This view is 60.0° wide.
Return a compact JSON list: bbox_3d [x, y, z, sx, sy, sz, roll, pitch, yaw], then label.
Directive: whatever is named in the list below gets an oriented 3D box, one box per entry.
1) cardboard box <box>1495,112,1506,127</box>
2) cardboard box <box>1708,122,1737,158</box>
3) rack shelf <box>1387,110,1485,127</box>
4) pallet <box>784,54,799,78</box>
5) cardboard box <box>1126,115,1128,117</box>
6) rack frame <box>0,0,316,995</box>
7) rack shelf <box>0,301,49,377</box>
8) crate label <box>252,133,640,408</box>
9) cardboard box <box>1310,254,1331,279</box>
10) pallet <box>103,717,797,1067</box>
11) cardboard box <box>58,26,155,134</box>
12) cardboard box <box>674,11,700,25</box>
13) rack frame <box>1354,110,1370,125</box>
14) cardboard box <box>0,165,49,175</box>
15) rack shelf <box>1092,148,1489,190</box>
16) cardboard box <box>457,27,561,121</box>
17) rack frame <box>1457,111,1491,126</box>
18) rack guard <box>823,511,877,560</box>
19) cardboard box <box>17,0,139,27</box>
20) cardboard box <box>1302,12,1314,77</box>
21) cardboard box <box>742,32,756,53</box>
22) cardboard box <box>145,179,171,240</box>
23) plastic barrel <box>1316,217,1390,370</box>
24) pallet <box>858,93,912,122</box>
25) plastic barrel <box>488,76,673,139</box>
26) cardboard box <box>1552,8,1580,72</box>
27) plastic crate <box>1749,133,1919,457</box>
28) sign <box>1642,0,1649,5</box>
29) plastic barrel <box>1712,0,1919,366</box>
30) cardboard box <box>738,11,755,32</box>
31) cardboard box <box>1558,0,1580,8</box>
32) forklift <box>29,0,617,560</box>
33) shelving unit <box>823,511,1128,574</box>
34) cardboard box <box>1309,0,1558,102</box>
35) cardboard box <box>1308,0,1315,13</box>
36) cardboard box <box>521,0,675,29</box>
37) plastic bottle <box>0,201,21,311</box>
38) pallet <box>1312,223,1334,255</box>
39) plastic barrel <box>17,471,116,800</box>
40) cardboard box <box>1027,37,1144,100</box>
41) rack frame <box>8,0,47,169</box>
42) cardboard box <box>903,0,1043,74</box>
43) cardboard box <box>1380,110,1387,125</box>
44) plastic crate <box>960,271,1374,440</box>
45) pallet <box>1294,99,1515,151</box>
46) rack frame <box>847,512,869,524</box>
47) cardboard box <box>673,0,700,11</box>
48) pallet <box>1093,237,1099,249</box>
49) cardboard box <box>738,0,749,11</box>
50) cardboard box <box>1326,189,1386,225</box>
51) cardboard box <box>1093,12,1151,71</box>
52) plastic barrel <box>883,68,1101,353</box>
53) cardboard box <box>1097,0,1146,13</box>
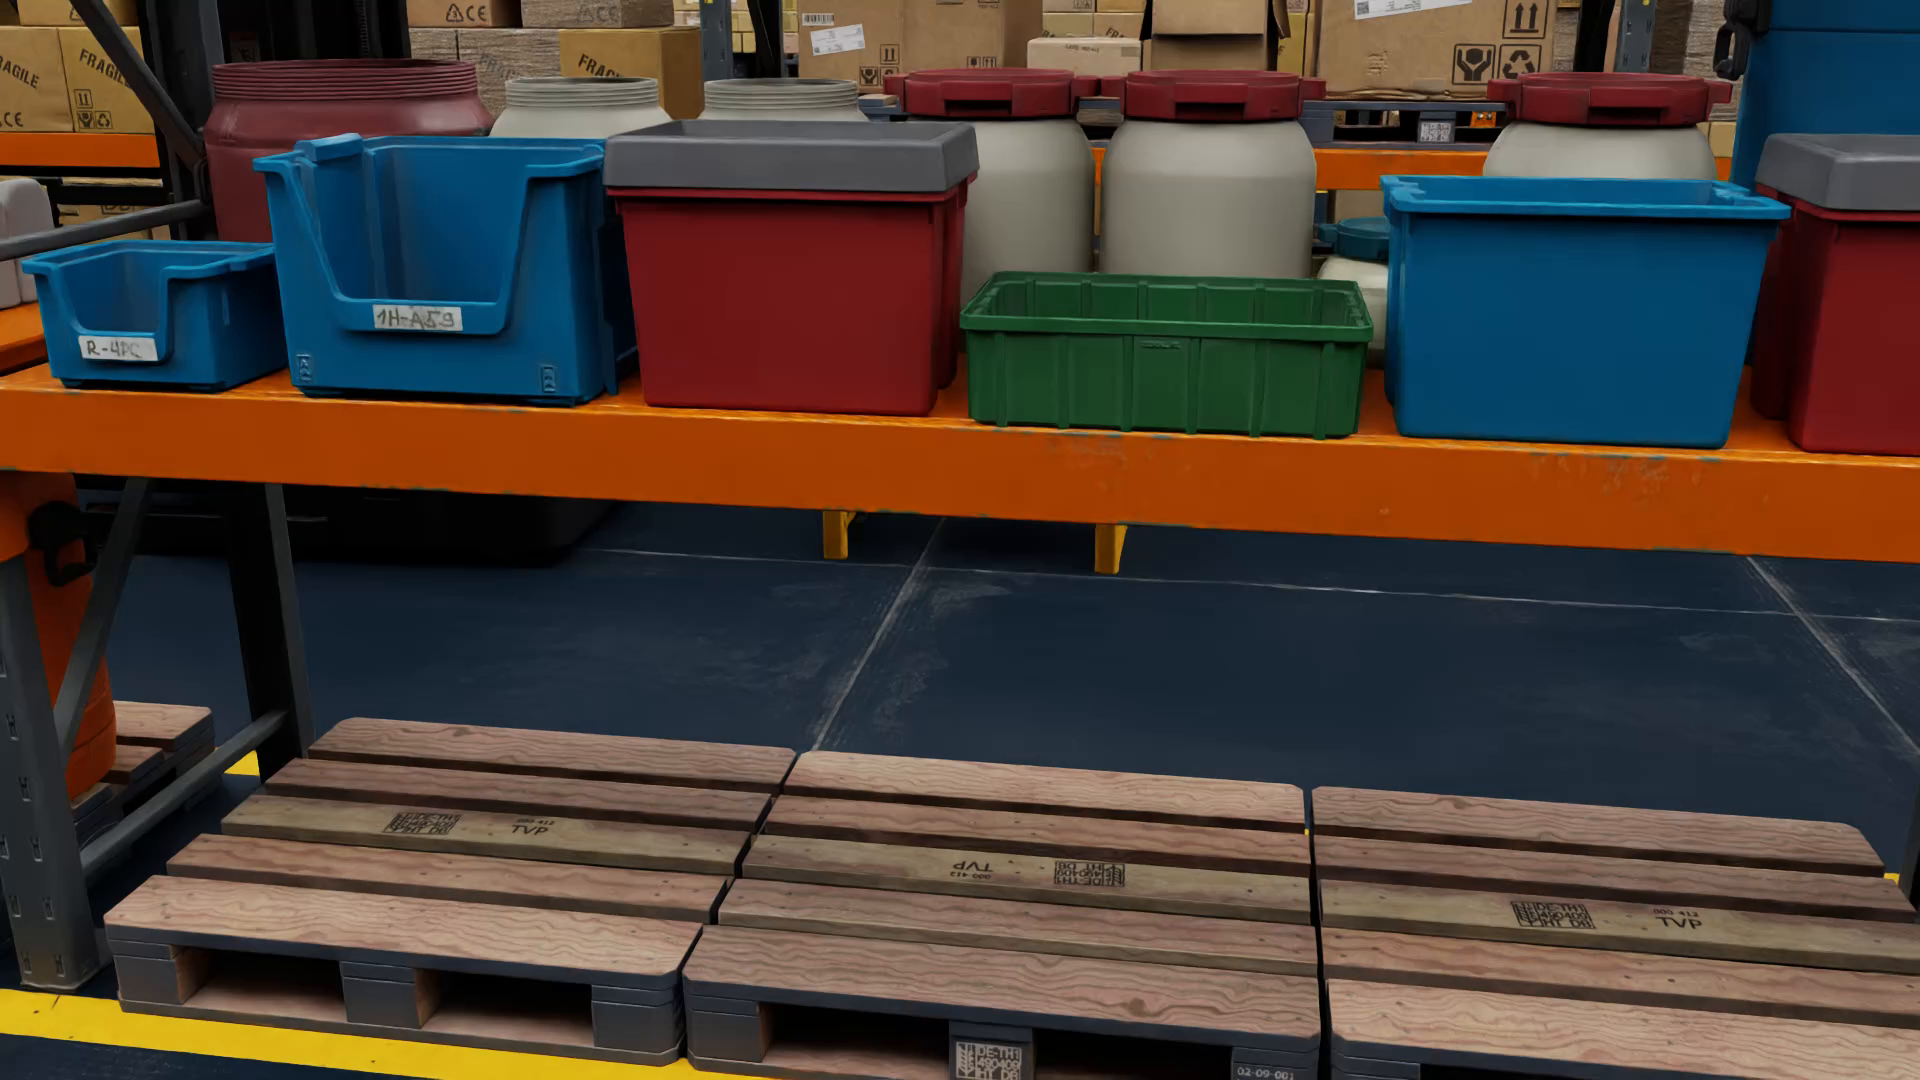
[{"bbox_3d":[4.405,-2.670,12.244,0.875,0.875,0.875,3,19,9],"label":"cardboard box"},{"bbox_3d":[3.318,-1.743,7.180,0.250,0.149,0.380,3,19,9],"label":"cardboard box"},{"bbox_3d":[1.821,-3.292,12.548,4.000,0.370,1.077,3,19,9],"label":"rack shelf"},{"bbox_3d":[-0.874,-3.645,12.773,1.003,0.211,1.213,3,19,9],"label":"pallet"},{"bbox_3d":[2.575,-5.852,22.146,0.625,0.625,0.875,4,19,10],"label":"cardboard box"},{"bbox_3d":[-1.826,-0.633,3.468,0.127,3.000,1.000,3,19,9],"label":"rack frame"},{"bbox_3d":[-3.801,-0.393,3.883,4.000,0.370,1.077,3,19,9],"label":"rack shelf"},{"bbox_3d":[-0.888,-0.515,3.060,0.616,0.435,0.502,3,19,9],"label":"crate label"},{"bbox_3d":[1.838,-1.074,8.033,0.500,0.500,0.700,3,19,8],"label":"cardboard box"},{"bbox_3d":[-1.067,0.740,3.758,1.213,0.211,1.003,3,19,9],"label":"pallet"},{"bbox_3d":[-4.079,-2.307,8.314,0.500,0.500,0.500,3,19,9],"label":"cardboard box"},{"bbox_3d":[-1.988,-3.901,12.501,0.250,0.149,0.380,3,19,10],"label":"cardboard box"},{"bbox_3d":[5.265,-6.644,21.431,0.127,3.000,1.000,3,19,9],"label":"rack frame"},{"bbox_3d":[-5.629,-1.636,9.152,0.875,0.875,0.875,3,19,9],"label":"cardboard box"},{"bbox_3d":[0.934,-1.743,7.919,4.000,0.370,1.077,3,19,9],"label":"rack shelf"},{"bbox_3d":[-2.058,-2.207,8.013,0.500,0.500,0.500,3,19,8],"label":"cardboard box"},{"bbox_3d":[3.796,-3.532,12.133,0.127,3.000,1.000,3,19,9],"label":"rack frame"},{"bbox_3d":[-0.416,-0.140,6.327,0.087,0.250,0.587,3,19,9],"label":"rack guard"},{"bbox_3d":[-4.358,-2.880,8.444,0.637,0.503,0.797,2,19,7],"label":"cardboard box"},{"bbox_3d":[2.739,-3.548,12.022,0.500,0.500,0.500,3,19,8],"label":"cardboard box"},{"bbox_3d":[-1.458,-3.734,12.470,0.250,0.149,0.380,3,19,8],"label":"cardboard box"},{"bbox_3d":[-3.472,-1.507,8.767,0.875,0.875,1.225,2,19,7],"label":"cardboard box"},{"bbox_3d":[0.841,-0.481,3.231,0.301,0.262,0.301,0,18,0],"label":"plastic barrel"},{"bbox_3d":[-0.320,-2.092,8.129,1.003,0.211,1.213,3,19,9],"label":"pallet"},{"bbox_3d":[-0.776,-0.701,3.496,0.421,0.512,0.421,0,18,0],"label":"plastic barrel"},{"bbox_3d":[4.162,-3.589,12.065,0.550,0.550,0.875,3,19,9],"label":"cardboard box"},{"bbox_3d":[1.597,-0.391,2.643,0.583,0.464,0.402,3,19,9],"label":"plastic crate"},{"bbox_3d":[2.825,-2.359,6.800,0.005,0.325,0.100,3,19,9],"label":"sign"},{"bbox_3d":[1.790,-0.784,3.129,0.708,0.901,0.600,3,19,9],"label":"plastic barrel"},{"bbox_3d":[-1.485,-3.875,12.423,0.250,0.149,0.380,3,19,9],"label":"cardboard box"},{"bbox_3d":[4.154,-4.086,11.850,0.550,0.550,0.875,3,19,9],"label":"cardboard box"},{"bbox_3d":[-2.860,-1.506,6.185,3.031,2.935,1.130,2,19,7],"label":"forklift"},{"bbox_3d":[0.075,-0.707,6.054,1.083,1.500,0.587,3,19,9],"label":"shelving unit"},{"bbox_3d":[2.147,-2.551,7.593,1.000,1.000,1.000,3,19,9],"label":"cardboard box"},{"bbox_3d":[2.796,-4.102,12.103,0.500,0.500,0.700,3,19,8],"label":"cardboard box"},{"bbox_3d":[-1.760,-2.750,8.056,0.637,0.503,0.797,4,19,11],"label":"cardboard box"},{"bbox_3d":[-2.226,-0.650,3.713,0.135,0.276,0.152,3,19,9],"label":"plastic bottle"},{"bbox_3d":[3.022,-2.225,12.621,1.213,0.211,1.003,3,19,9],"label":"pallet"},{"bbox_3d":[-2.312,0.177,3.804,0.708,0.830,0.600,3,19,9],"label":"plastic barrel"},{"bbox_3d":[0.578,-2.157,7.596,0.500,0.250,0.500,2,19,7],"label":"cardboard box"},{"bbox_3d":[-4.990,-2.386,8.708,0.127,3.000,1.000,3,19,9],"label":"rack frame"},{"bbox_3d":[0.066,-2.420,7.989,0.500,0.500,0.700,6,19,17],"label":"cardboard box"},{"bbox_3d":[5.690,-5.411,21.418,0.500,0.250,0.500,3,19,9],"label":"cardboard box"},{"bbox_3d":[0.359,-0.331,2.898,0.662,0.188,0.450,3,19,9],"label":"plastic crate"},{"bbox_3d":[2.177,-1.977,7.786,1.213,0.211,1.003,3,19,9],"label":"pallet"},{"bbox_3d":[-0.418,-0.733,6.129,0.032,1.500,0.500,3,19,9],"label":"rack frame"},{"bbox_3d":[-1.987,-4.043,12.455,0.250,0.149,0.380,4,19,11],"label":"cardboard box"},{"bbox_3d":[0.613,-2.348,12.988,1.213,0.211,1.003,3,19,9],"label":"pallet"},{"bbox_3d":[-1.481,-4.016,12.374,0.250,0.149,0.380,3,19,10],"label":"cardboard box"},{"bbox_3d":[3.168,-2.668,12.433,0.750,0.750,1.050,3,19,8],"label":"cardboard box"},{"bbox_3d":[1.247,-3.624,12.249,0.500,0.500,0.500,3,19,9],"label":"cardboard box"},{"bbox_3d":[0.062,-0.672,3.370,0.433,0.535,0.433,0,18,0],"label":"plastic barrel"},{"bbox_3d":[1.294,-4.179,12.334,0.500,0.500,0.700,3,19,8],"label":"cardboard box"}]
